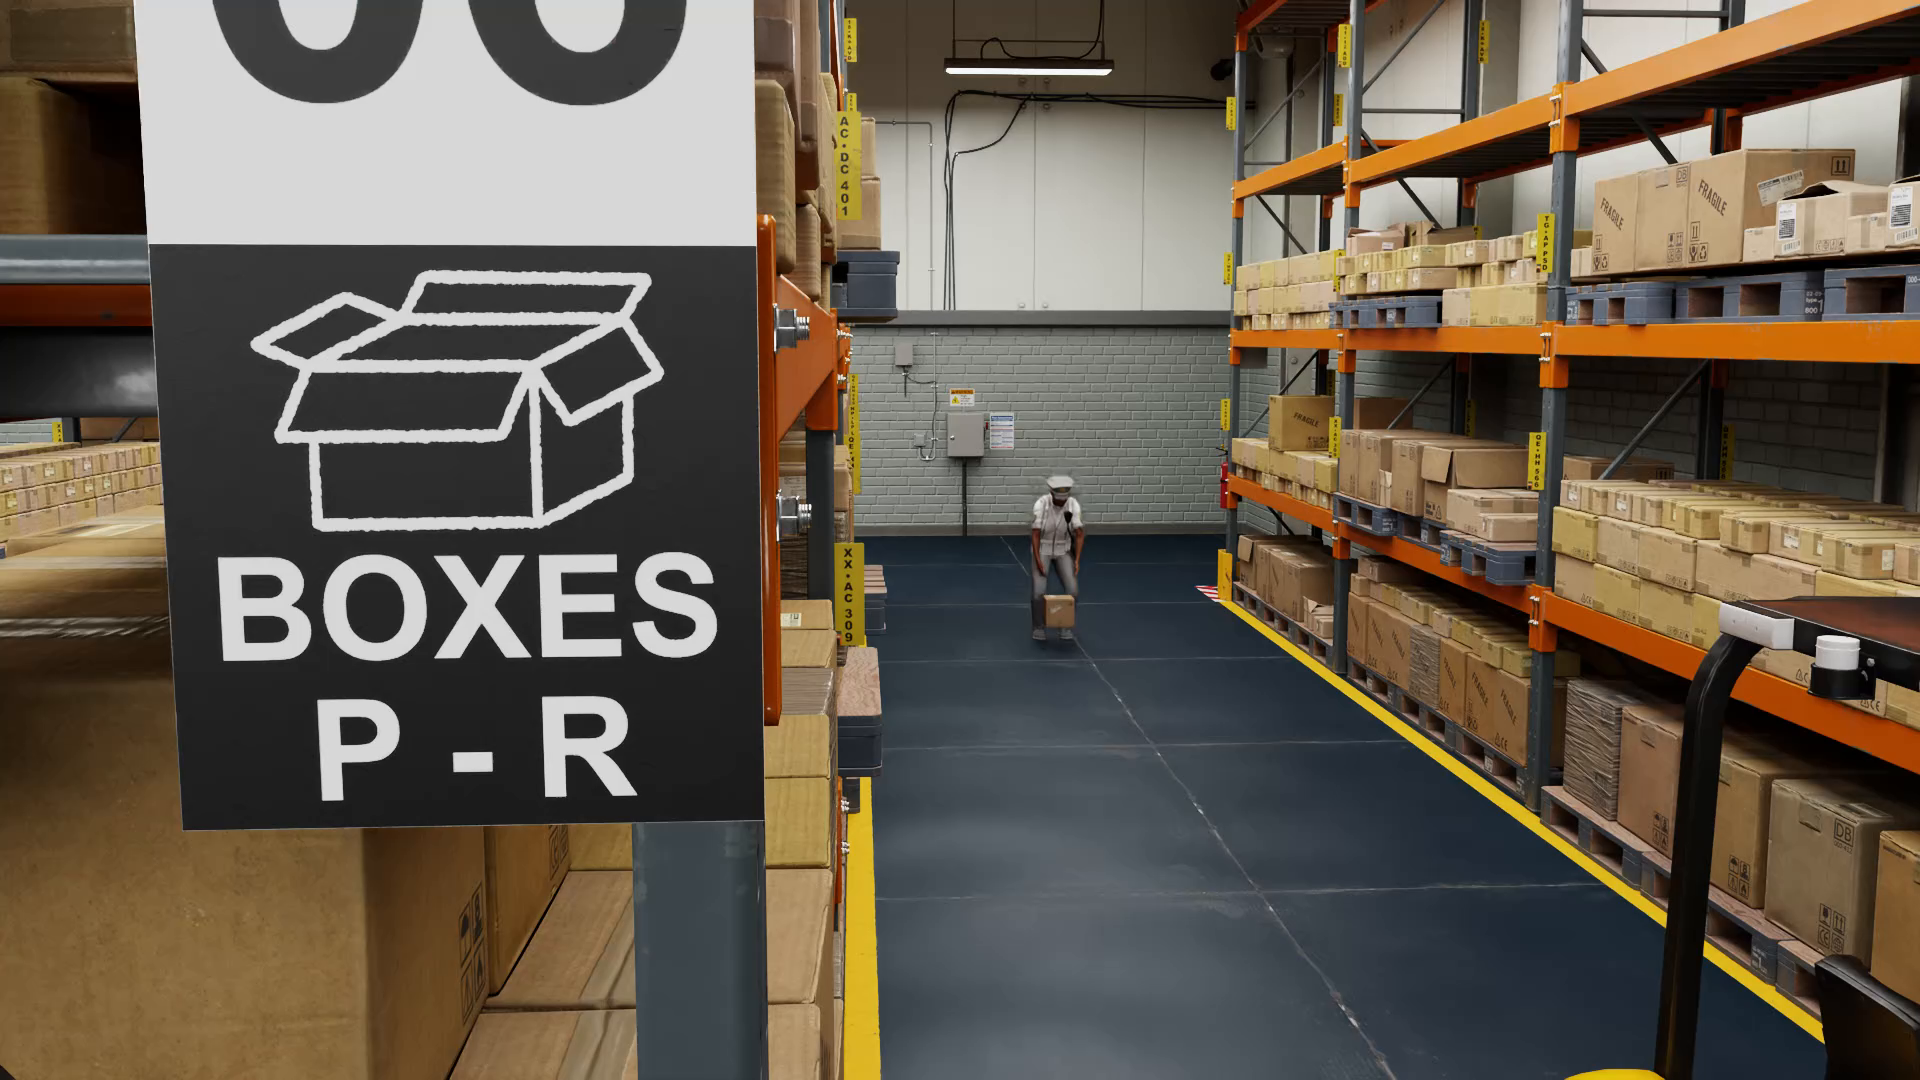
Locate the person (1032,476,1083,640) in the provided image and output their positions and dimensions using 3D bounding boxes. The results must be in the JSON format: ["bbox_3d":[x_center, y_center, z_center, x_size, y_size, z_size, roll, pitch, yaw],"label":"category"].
[{"bbox_3d":[0.884,0.163,15.114,0.470,1.508,0.556,0,7,-3],"label":"person"}]
